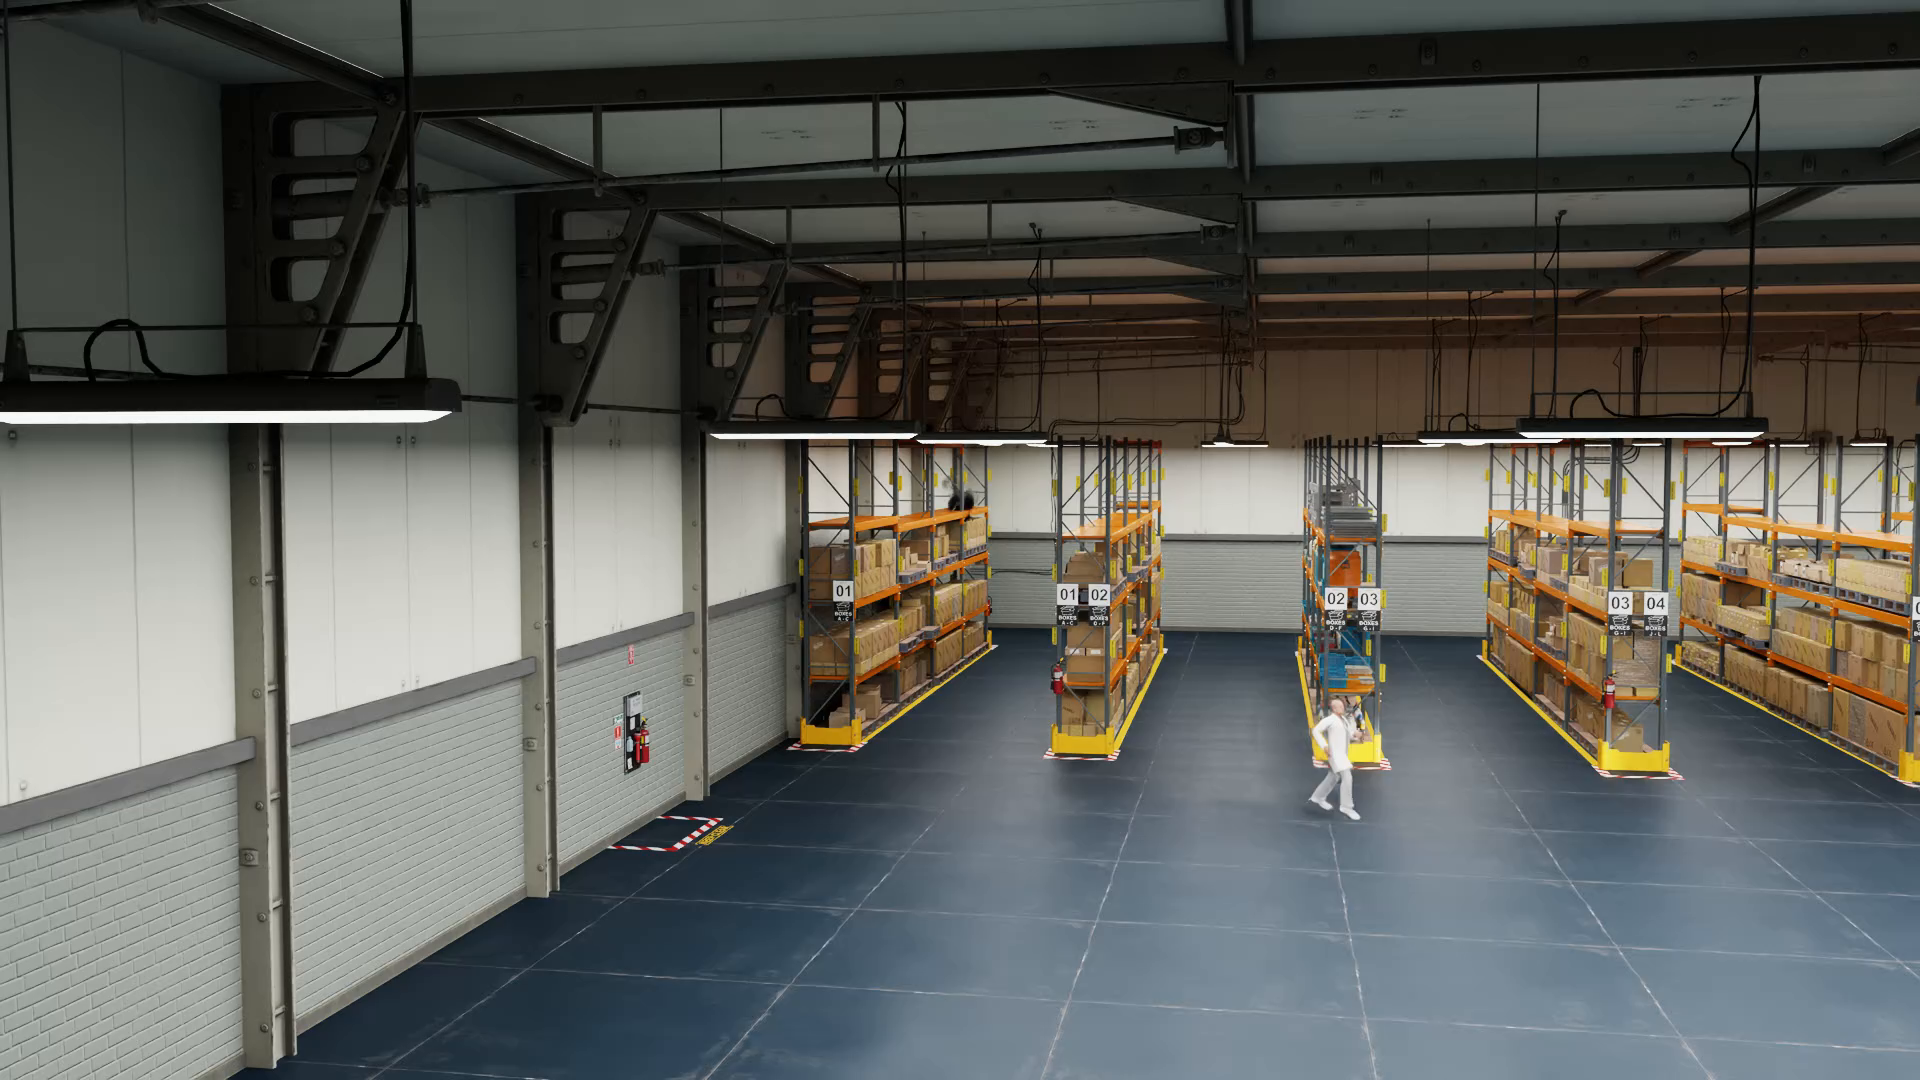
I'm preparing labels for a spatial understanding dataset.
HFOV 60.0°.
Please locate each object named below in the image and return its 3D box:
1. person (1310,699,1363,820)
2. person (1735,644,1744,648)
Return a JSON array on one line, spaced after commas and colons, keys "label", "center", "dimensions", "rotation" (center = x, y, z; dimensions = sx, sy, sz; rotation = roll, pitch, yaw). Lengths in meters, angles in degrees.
[{"label": "person", "center": [5.897, 3.411, 26.056], "dimensions": [0.902, 1.833, 0.680], "rotation": [2, 4, 34]}, {"label": "person", "center": [21.189, 2.521, 45.107], "dimensions": [0.582, 1.529, 0.804], "rotation": [0, 3, -3]}]
